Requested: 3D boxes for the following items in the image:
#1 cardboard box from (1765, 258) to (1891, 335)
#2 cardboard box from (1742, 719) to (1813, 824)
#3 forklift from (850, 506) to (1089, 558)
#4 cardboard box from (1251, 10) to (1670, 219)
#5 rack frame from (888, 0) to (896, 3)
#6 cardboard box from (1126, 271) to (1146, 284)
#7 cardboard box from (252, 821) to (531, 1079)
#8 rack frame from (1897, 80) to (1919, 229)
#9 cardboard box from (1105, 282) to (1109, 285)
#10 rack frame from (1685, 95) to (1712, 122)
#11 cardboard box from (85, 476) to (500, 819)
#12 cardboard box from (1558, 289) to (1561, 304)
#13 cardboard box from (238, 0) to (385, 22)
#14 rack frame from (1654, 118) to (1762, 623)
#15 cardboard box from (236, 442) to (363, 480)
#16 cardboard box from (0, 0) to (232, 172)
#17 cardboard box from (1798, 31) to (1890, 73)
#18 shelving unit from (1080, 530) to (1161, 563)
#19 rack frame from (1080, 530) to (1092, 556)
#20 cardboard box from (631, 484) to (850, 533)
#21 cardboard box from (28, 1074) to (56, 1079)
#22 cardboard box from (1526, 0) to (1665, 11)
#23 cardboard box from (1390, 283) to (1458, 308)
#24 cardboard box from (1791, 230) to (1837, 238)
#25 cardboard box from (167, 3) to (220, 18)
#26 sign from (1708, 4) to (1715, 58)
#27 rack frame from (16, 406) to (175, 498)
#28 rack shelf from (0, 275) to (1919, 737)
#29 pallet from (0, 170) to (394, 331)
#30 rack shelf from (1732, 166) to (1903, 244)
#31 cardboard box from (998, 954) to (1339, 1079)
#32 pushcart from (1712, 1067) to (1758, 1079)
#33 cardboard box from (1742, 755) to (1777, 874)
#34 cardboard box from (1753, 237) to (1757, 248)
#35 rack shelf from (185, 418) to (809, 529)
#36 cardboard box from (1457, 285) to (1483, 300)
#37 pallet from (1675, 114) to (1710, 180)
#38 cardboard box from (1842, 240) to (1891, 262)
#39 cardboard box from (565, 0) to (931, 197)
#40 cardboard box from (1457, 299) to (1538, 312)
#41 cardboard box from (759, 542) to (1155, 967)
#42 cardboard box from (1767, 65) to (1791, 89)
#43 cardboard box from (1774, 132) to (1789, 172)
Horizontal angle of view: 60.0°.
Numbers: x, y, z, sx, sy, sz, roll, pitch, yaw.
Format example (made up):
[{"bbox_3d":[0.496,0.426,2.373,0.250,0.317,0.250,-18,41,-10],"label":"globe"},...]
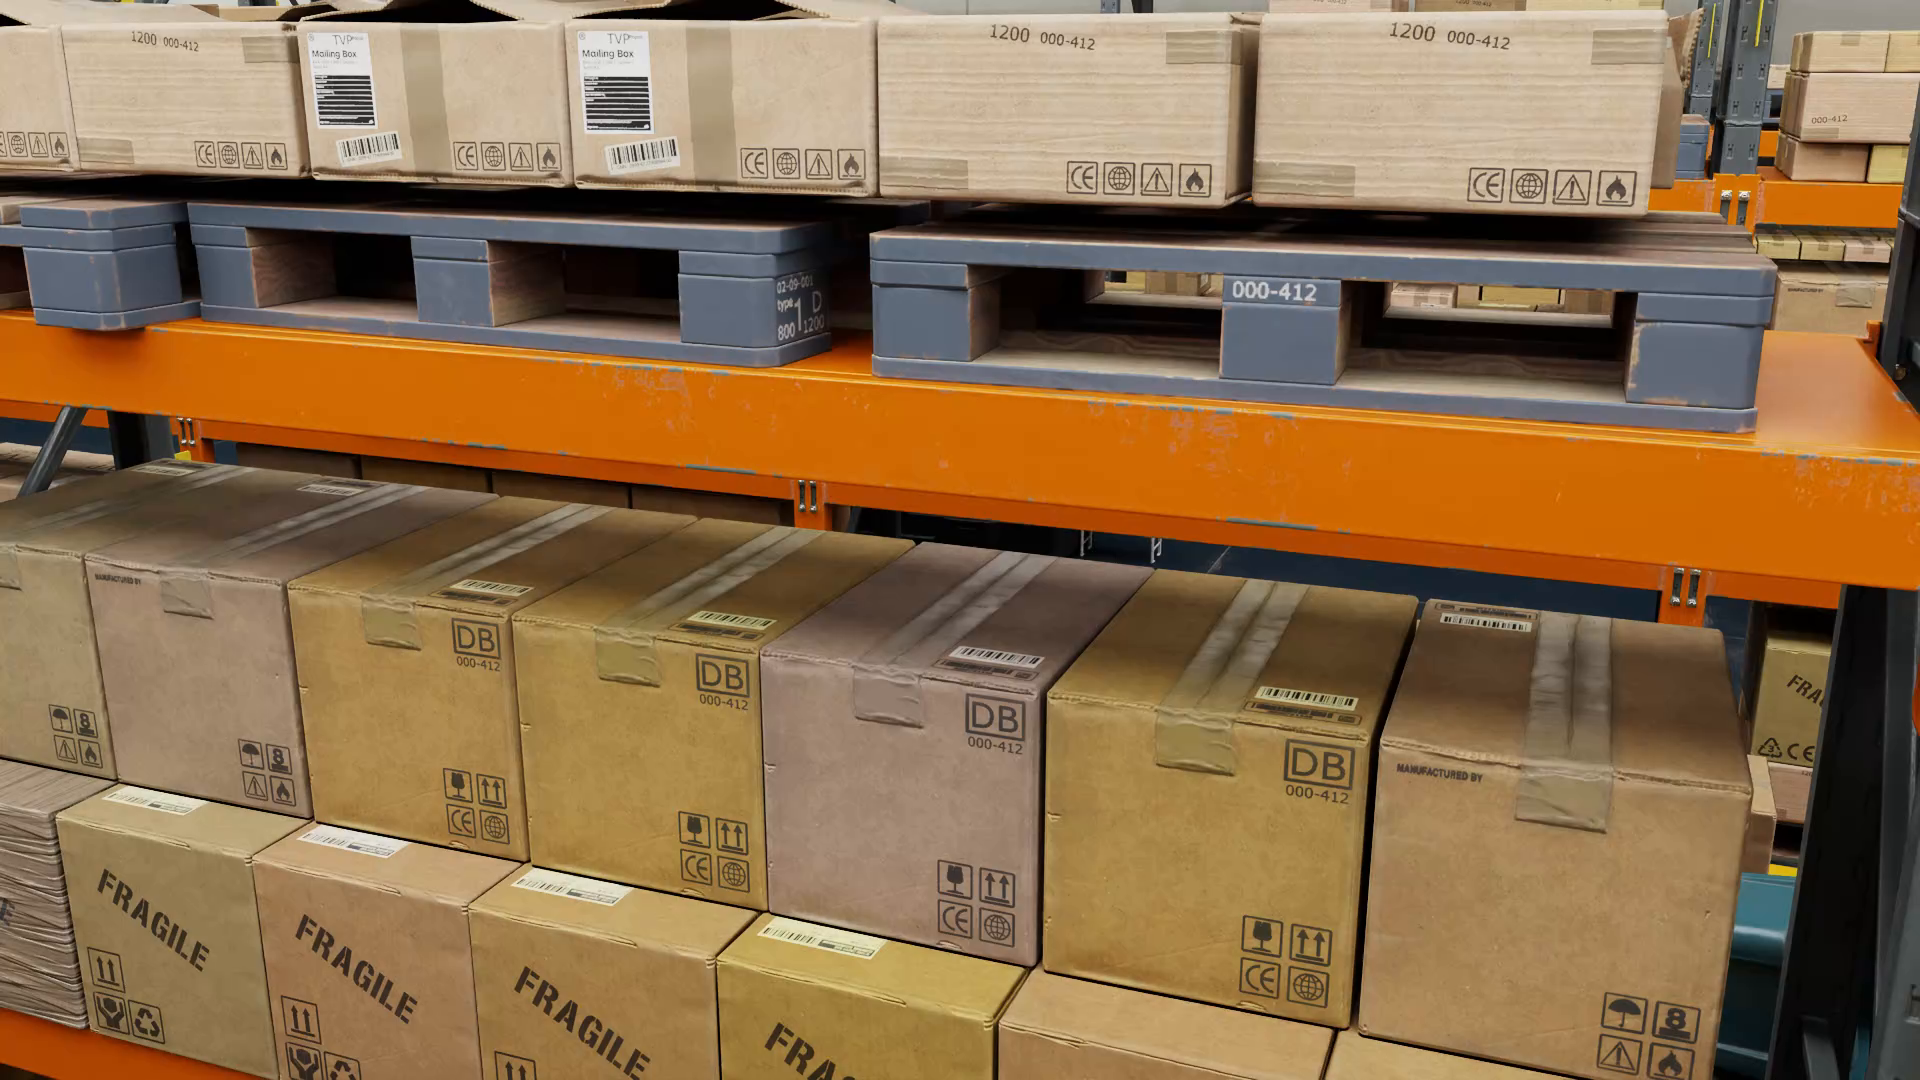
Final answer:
[{"bbox_3d":[3.487,-0.825,6.630,0.500,0.500,0.700,6,17,20],"label":"cardboard box"},{"bbox_3d":[3.607,0.994,7.049,0.500,0.250,0.500,5,17,18],"label":"cardboard box"},{"bbox_3d":[-0.595,-1.465,11.464,3.031,2.935,1.130,6,17,18],"label":"forklift"},{"bbox_3d":[0.719,-0.610,2.352,0.500,0.250,0.500,6,17,21],"label":"cardboard box"},{"bbox_3d":[-0.564,-3.546,7.747,0.127,3.000,1.000,6,17,21],"label":"rack frame"},{"bbox_3d":[1.568,-2.005,12.573,0.500,0.250,0.500,6,17,21],"label":"cardboard box"},{"bbox_3d":[-1.025,0.800,3.357,0.500,0.500,0.500,6,17,21],"label":"cardboard box"},{"bbox_3d":[1.435,-1.842,1.879,0.127,3.000,1.000,6,17,21],"label":"rack frame"},{"bbox_3d":[0.446,-1.033,8.385,0.500,0.500,0.500,6,17,20],"label":"cardboard box"},{"bbox_3d":[4.975,-1.543,11.609,0.127,3.000,1.000,6,17,21],"label":"rack frame"},{"bbox_3d":[-1.401,0.201,3.628,0.500,0.500,0.700,6,17,20],"label":"cardboard box"},{"bbox_3d":[4.133,-1.884,12.154,0.500,0.250,0.500,6,17,20],"label":"cardboard box"},{"bbox_3d":[-1.204,-0.989,3.547,0.500,0.311,0.500,6,17,21],"label":"cardboard box"},{"bbox_3d":[3.157,-0.255,7.173,0.127,3.000,1.000,6,17,21],"label":"rack frame"},{"bbox_3d":[-3.679,-0.212,10.083,0.875,0.875,0.875,7,18,22],"label":"cardboard box"},{"bbox_3d":[-1.693,-0.887,3.195,0.500,0.311,0.500,6,17,21],"label":"cardboard box"},{"bbox_3d":[3.330,-1.841,6.276,0.250,0.149,0.380,6,17,20],"label":"cardboard box"},{"bbox_3d":[1.093,-0.474,11.154,0.503,1.200,0.258,6,17,19],"label":"shelving unit"},{"bbox_3d":[0.863,-0.496,11.232,0.015,1.200,0.240,6,17,19],"label":"rack frame"},{"bbox_3d":[-1.176,0.062,9.138,0.875,0.875,0.875,6,17,20],"label":"cardboard box"},{"bbox_3d":[-1.753,1.594,4.085,0.750,0.750,1.050,6,17,20],"label":"cardboard box"},{"bbox_3d":[2.571,-2.092,6.738,0.500,0.250,0.500,7,17,22],"label":"cardboard box"},{"bbox_3d":[1.999,-1.015,7.161,0.250,0.149,0.380,6,17,19],"label":"cardboard box"},{"bbox_3d":[5.852,-2.031,11.414,0.250,0.149,0.380,6,17,20],"label":"cardboard box"},{"bbox_3d":[-4.755,-2.927,9.883,0.500,0.500,0.500,7,17,22],"label":"cardboard box"},{"bbox_3d":[4.785,-3.241,10.587,0.005,0.325,0.100,6,17,21],"label":"sign"},{"bbox_3d":[-2.286,0.629,4.125,0.127,3.000,1.000,6,17,21],"label":"rack frame"},{"bbox_3d":[-0.426,-0.261,3.102,4.000,0.370,1.077,6,17,21],"label":"rack shelf"},{"bbox_3d":[-1.668,-0.668,3.554,1.003,0.211,1.213,7,18,23],"label":"pallet"},{"bbox_3d":[5.018,-1.146,6.151,4.000,0.370,1.077,6,17,21],"label":"rack shelf"},{"bbox_3d":[0.381,0.955,2.825,0.500,0.500,0.500,6,17,20],"label":"cardboard box"},{"bbox_3d":[2.367,1.600,5.485,0.936,0.377,1.648,0,16,1],"label":"pushcart"},{"bbox_3d":[2.532,1.046,5.816,0.500,0.500,0.500,6,17,21],"label":"cardboard box"},{"bbox_3d":[5.163,-1.936,11.086,0.250,0.149,0.380,7,17,22],"label":"cardboard box"},{"bbox_3d":[-2.424,-0.524,9.388,4.000,0.370,1.077,6,17,21],"label":"rack shelf"},{"bbox_3d":[3.470,-1.800,11.865,0.500,0.250,0.500,7,17,22],"label":"cardboard box"},{"bbox_3d":[2.622,-1.697,7.094,1.003,0.211,1.213,6,17,21],"label":"pallet"},{"bbox_3d":[5.881,-1.856,10.810,0.250,0.149,0.380,7,17,22],"label":"cardboard box"},{"bbox_3d":[-0.276,-0.731,2.659,0.500,0.311,0.500,6,17,19],"label":"cardboard box"},{"bbox_3d":[2.360,-0.821,7.657,0.500,0.500,0.500,6,17,21],"label":"cardboard box"},{"bbox_3d":[0.022,0.357,3.090,0.500,0.500,0.700,6,17,21],"label":"cardboard box"},{"bbox_3d":[5.281,-2.988,10.724,0.250,0.149,0.380,7,17,22],"label":"cardboard box"},{"bbox_3d":[3.563,-1.622,6.952,0.250,0.149,0.380,6,17,21],"label":"cardboard box"}]
